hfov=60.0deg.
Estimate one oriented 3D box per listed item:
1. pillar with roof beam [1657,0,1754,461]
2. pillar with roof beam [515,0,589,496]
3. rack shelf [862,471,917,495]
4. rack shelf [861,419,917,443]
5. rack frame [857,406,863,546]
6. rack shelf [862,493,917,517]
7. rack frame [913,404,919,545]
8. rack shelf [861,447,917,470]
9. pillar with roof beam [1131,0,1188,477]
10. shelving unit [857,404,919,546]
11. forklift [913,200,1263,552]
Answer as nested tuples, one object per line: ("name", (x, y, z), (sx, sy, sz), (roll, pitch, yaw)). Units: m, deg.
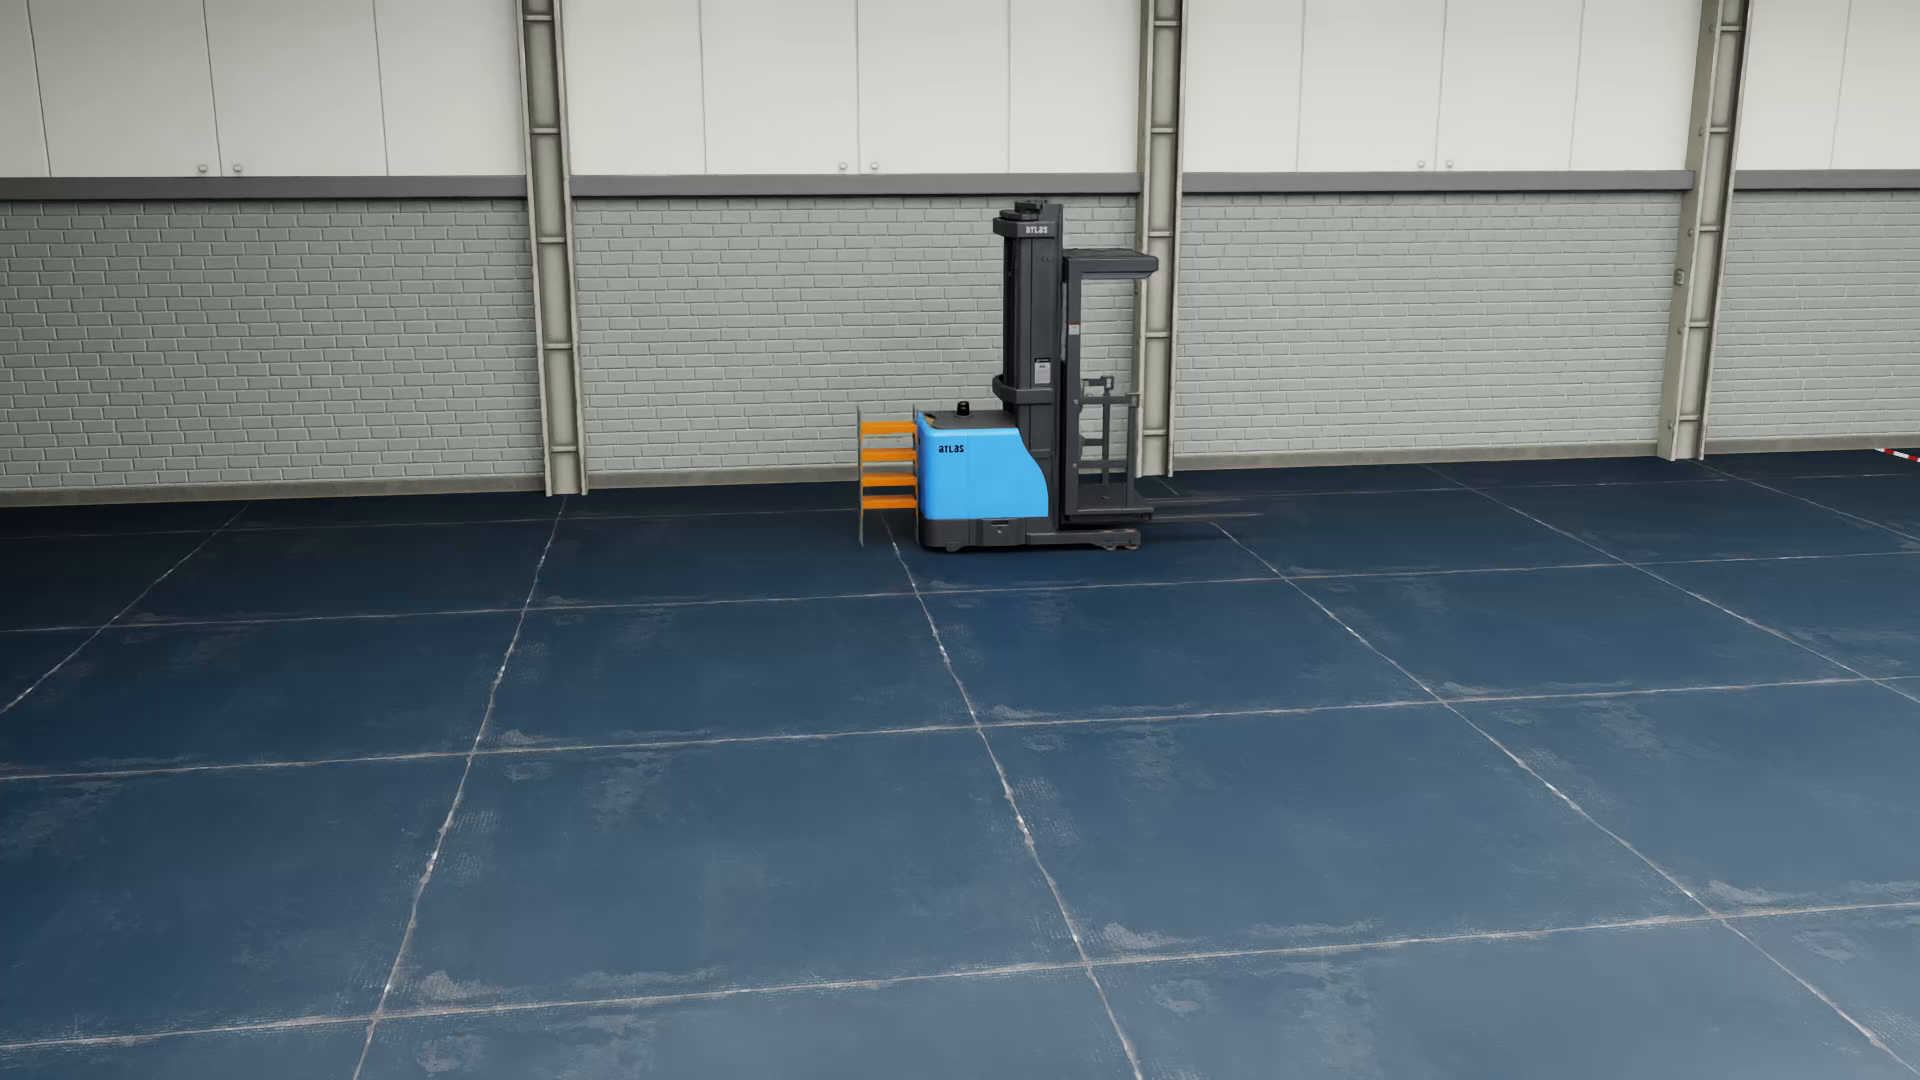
("pillar with roof beam", (8.583, -4.242, 13.136), (0.400, 9.000, 9.100), (-2, 14, -8))
("pillar with roof beam", (-3.283, -3.807, 11.402), (0.400, 9.000, 9.100), (-2, 14, -8))
("rack shelf", (-0.628, -0.498, 14.519), (0.480, 0.148, 0.258), (-2, 14, -7))
("rack shelf", (-0.628, -0.945, 14.407), (0.480, 0.148, 0.258), (-2, 14, -7))
("rack frame", (-0.870, -0.556, 14.471), (0.015, 1.200, 0.240), (-2, 14, -7))
("rack shelf", (-0.628, -0.306, 14.567), (0.480, 0.148, 0.258), (-2, 14, -7))
("rack frame", (-0.386, -0.571, 14.533), (0.015, 1.200, 0.240), (-2, 14, -7))
("rack shelf", (-0.628, -0.715, 14.464), (0.480, 0.148, 0.258), (-2, 14, -7))
("pillar with roof beam", (2.650, -4.024, 12.269), (0.400, 9.000, 9.100), (-2, 14, -8))
("shelving unit", (-0.628, -0.564, 14.502), (0.503, 1.200, 0.258), (-2, 14, -7))
("forklift", (1.136, -1.461, 14.522), (3.031, 2.935, 1.130), (-2, 14, -7))
